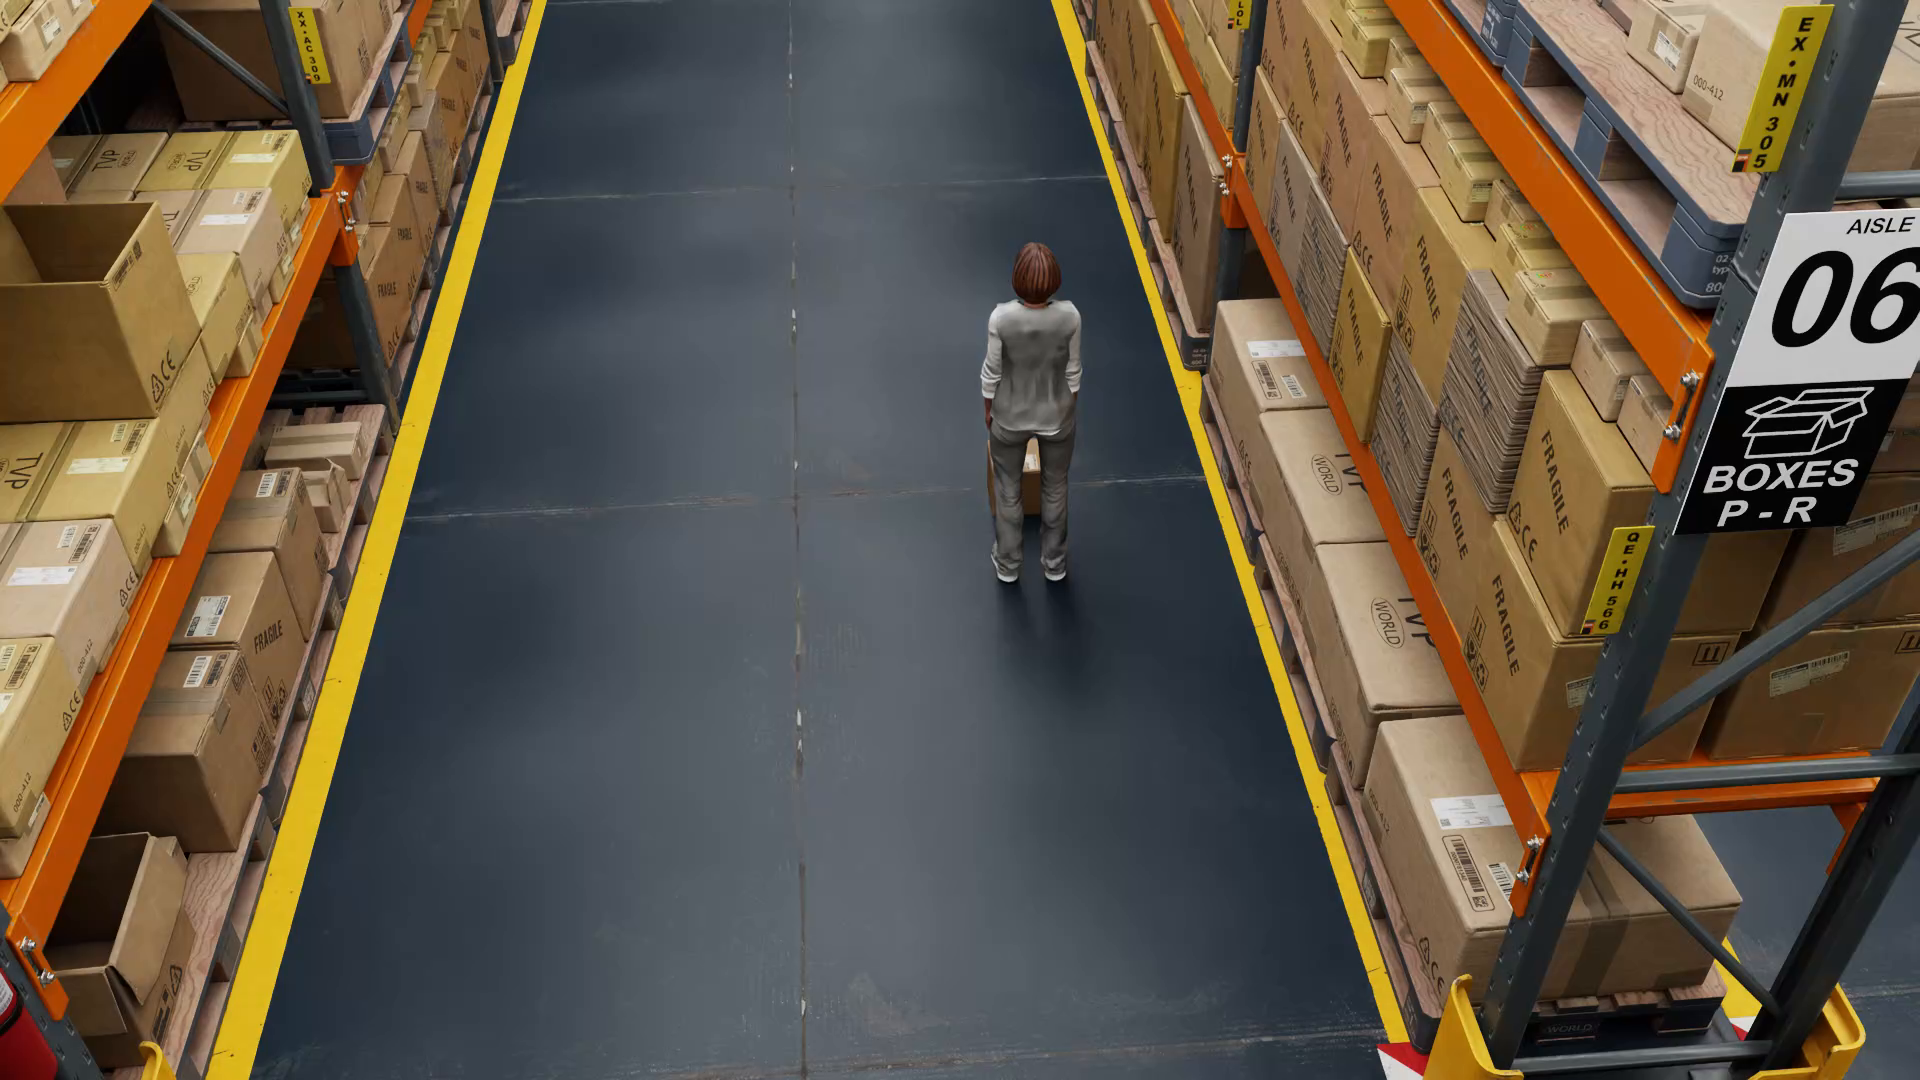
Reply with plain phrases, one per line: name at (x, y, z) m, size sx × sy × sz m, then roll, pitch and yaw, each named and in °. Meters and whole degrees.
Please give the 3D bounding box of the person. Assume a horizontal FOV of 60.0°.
person at (0.283, -0.499, 6.766) m, size 0.405 × 1.598 × 0.304 m, roll -2°, pitch 40°, yaw -2°
